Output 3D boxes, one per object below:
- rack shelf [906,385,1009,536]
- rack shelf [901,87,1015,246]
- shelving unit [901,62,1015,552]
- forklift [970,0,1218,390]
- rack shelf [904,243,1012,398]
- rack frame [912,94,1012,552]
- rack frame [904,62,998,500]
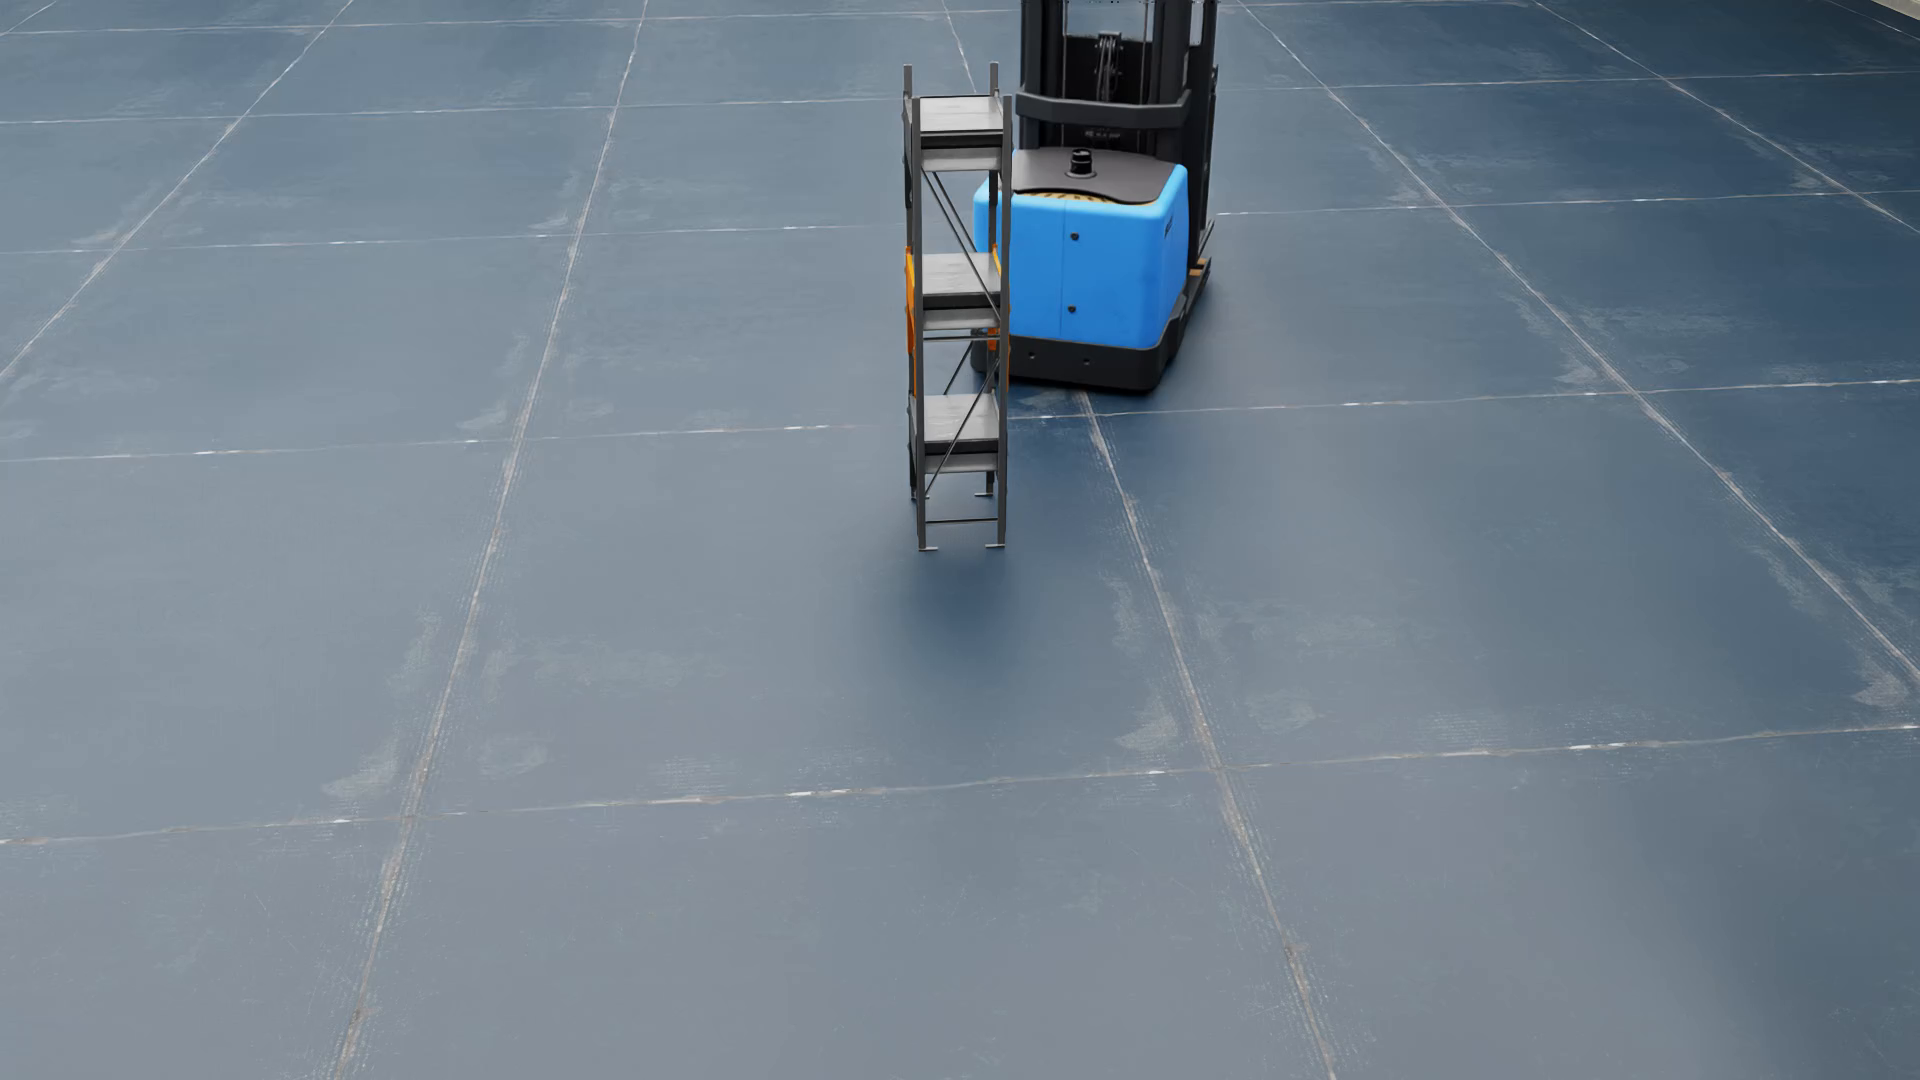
[{"bbox_3d":[-0.015,-0.373,7.719,0.431,0.518,0.480,-3,31,-5],"label":"rack shelf"},{"bbox_3d":[-0.015,-1.575,7.001,0.431,0.518,0.480,-3,31,-5],"label":"rack shelf"},{"bbox_3d":[-0.015,-0.986,7.353,0.431,2.100,0.503,-3,31,-5],"label":"shelving unit"},{"bbox_3d":[0.948,-2.811,9.597,1.130,2.935,3.031,8,32,14],"label":"forklift"},{"bbox_3d":[-0.015,-0.974,7.360,0.431,0.518,0.480,-3,31,-5],"label":"rack shelf"},{"bbox_3d":[0.007,-0.861,7.144,0.400,2.100,0.015,-3,31,-5],"label":"rack frame"},{"bbox_3d":[-0.038,-1.111,7.562,0.400,2.100,0.015,-3,31,-5],"label":"rack frame"}]
